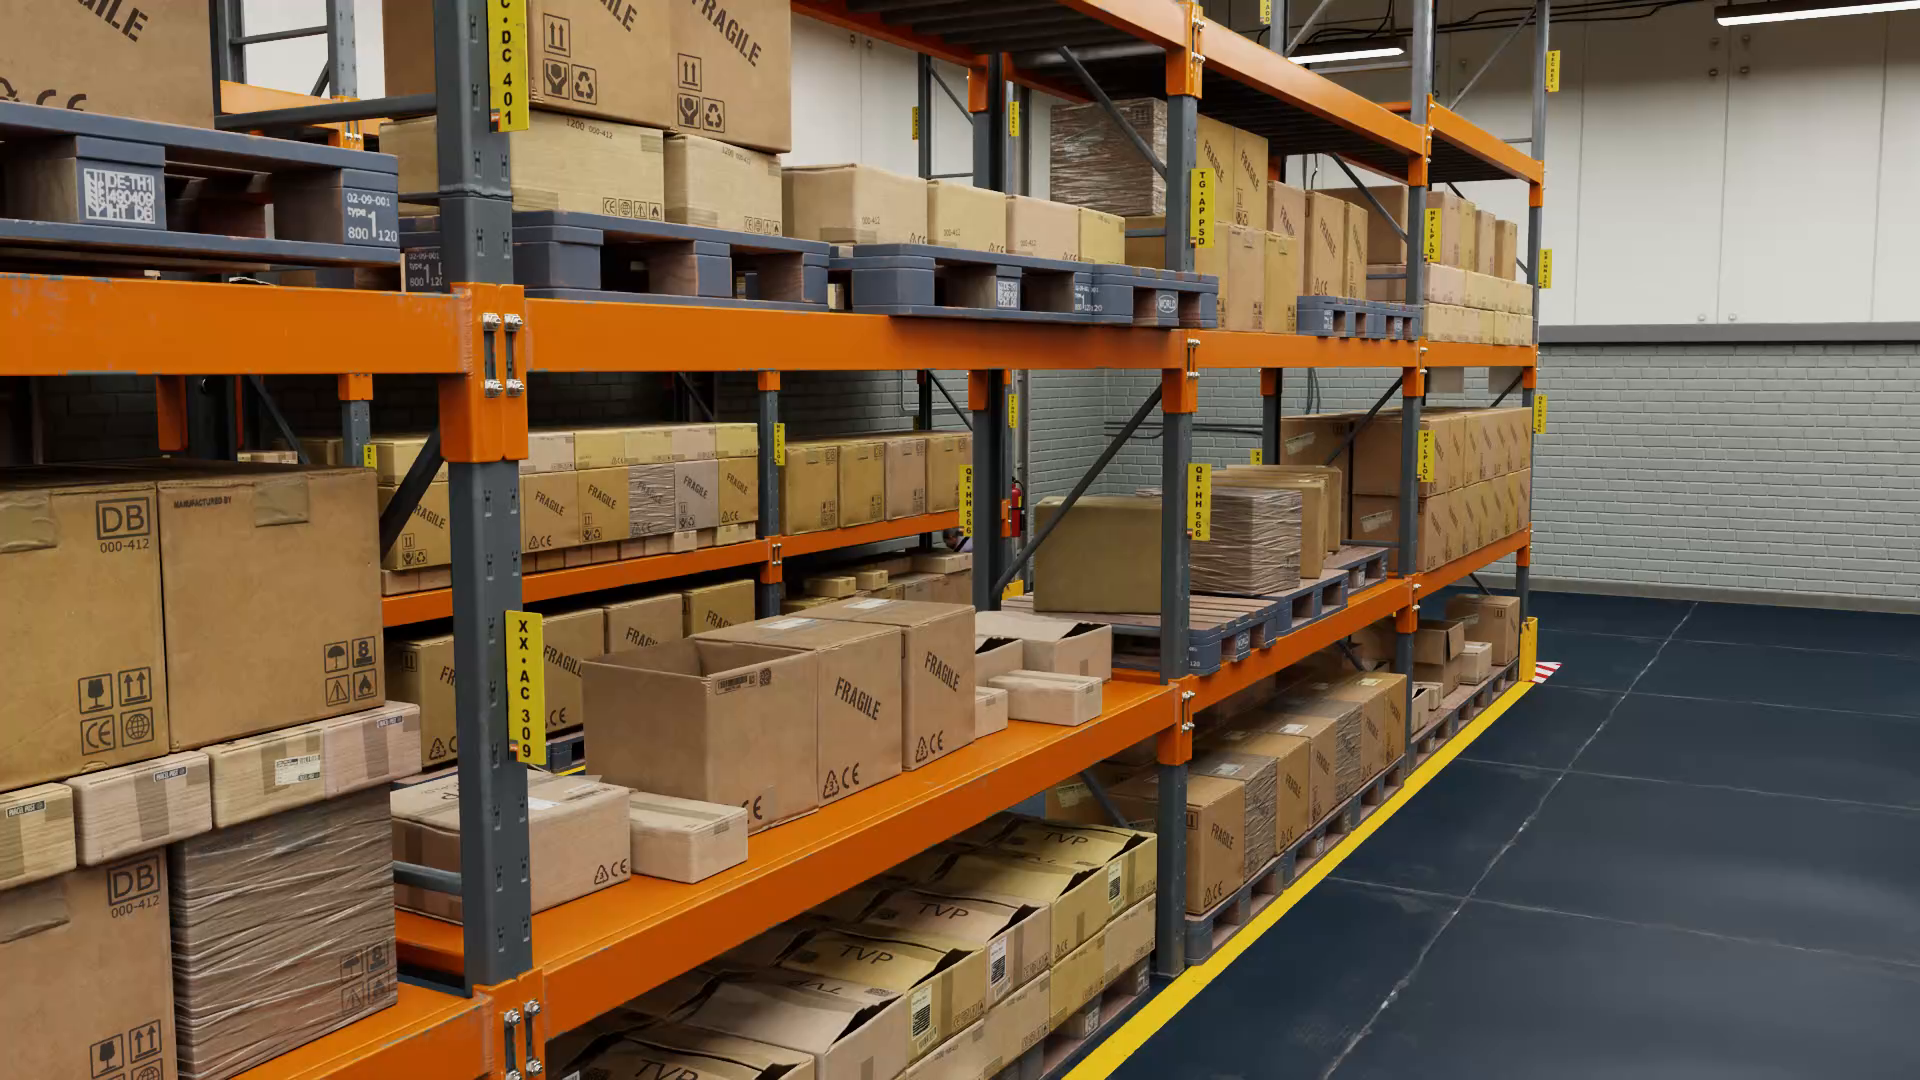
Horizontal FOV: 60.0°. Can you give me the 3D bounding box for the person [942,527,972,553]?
[{"bbox_3d":[0.113,0.318,17.957,0.838,0.925,0.529,3,7,26],"label":"person"}]
